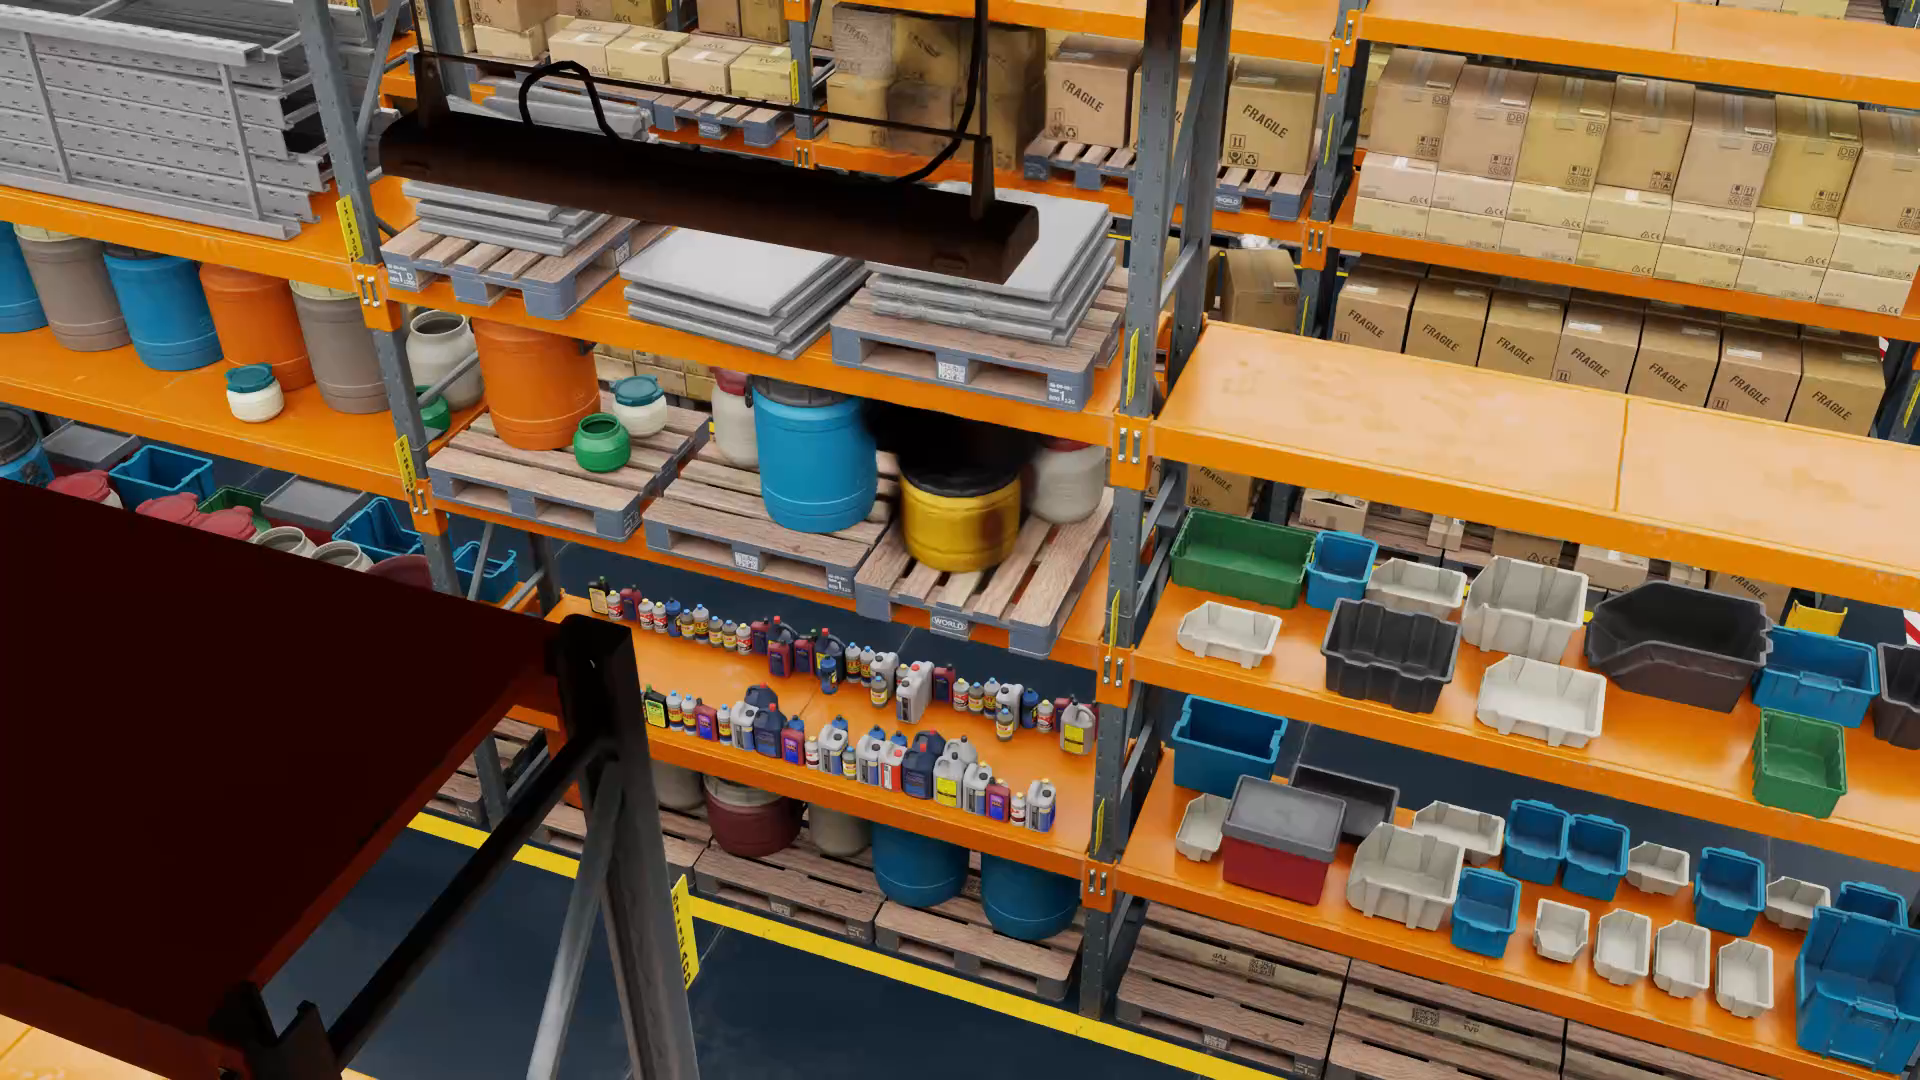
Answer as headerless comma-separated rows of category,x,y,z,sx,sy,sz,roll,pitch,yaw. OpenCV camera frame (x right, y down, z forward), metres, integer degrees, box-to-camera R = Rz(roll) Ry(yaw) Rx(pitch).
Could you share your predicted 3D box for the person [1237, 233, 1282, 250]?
person,2.857,-2.278,15.175,0.979,1.628,0.655,14,39,18
